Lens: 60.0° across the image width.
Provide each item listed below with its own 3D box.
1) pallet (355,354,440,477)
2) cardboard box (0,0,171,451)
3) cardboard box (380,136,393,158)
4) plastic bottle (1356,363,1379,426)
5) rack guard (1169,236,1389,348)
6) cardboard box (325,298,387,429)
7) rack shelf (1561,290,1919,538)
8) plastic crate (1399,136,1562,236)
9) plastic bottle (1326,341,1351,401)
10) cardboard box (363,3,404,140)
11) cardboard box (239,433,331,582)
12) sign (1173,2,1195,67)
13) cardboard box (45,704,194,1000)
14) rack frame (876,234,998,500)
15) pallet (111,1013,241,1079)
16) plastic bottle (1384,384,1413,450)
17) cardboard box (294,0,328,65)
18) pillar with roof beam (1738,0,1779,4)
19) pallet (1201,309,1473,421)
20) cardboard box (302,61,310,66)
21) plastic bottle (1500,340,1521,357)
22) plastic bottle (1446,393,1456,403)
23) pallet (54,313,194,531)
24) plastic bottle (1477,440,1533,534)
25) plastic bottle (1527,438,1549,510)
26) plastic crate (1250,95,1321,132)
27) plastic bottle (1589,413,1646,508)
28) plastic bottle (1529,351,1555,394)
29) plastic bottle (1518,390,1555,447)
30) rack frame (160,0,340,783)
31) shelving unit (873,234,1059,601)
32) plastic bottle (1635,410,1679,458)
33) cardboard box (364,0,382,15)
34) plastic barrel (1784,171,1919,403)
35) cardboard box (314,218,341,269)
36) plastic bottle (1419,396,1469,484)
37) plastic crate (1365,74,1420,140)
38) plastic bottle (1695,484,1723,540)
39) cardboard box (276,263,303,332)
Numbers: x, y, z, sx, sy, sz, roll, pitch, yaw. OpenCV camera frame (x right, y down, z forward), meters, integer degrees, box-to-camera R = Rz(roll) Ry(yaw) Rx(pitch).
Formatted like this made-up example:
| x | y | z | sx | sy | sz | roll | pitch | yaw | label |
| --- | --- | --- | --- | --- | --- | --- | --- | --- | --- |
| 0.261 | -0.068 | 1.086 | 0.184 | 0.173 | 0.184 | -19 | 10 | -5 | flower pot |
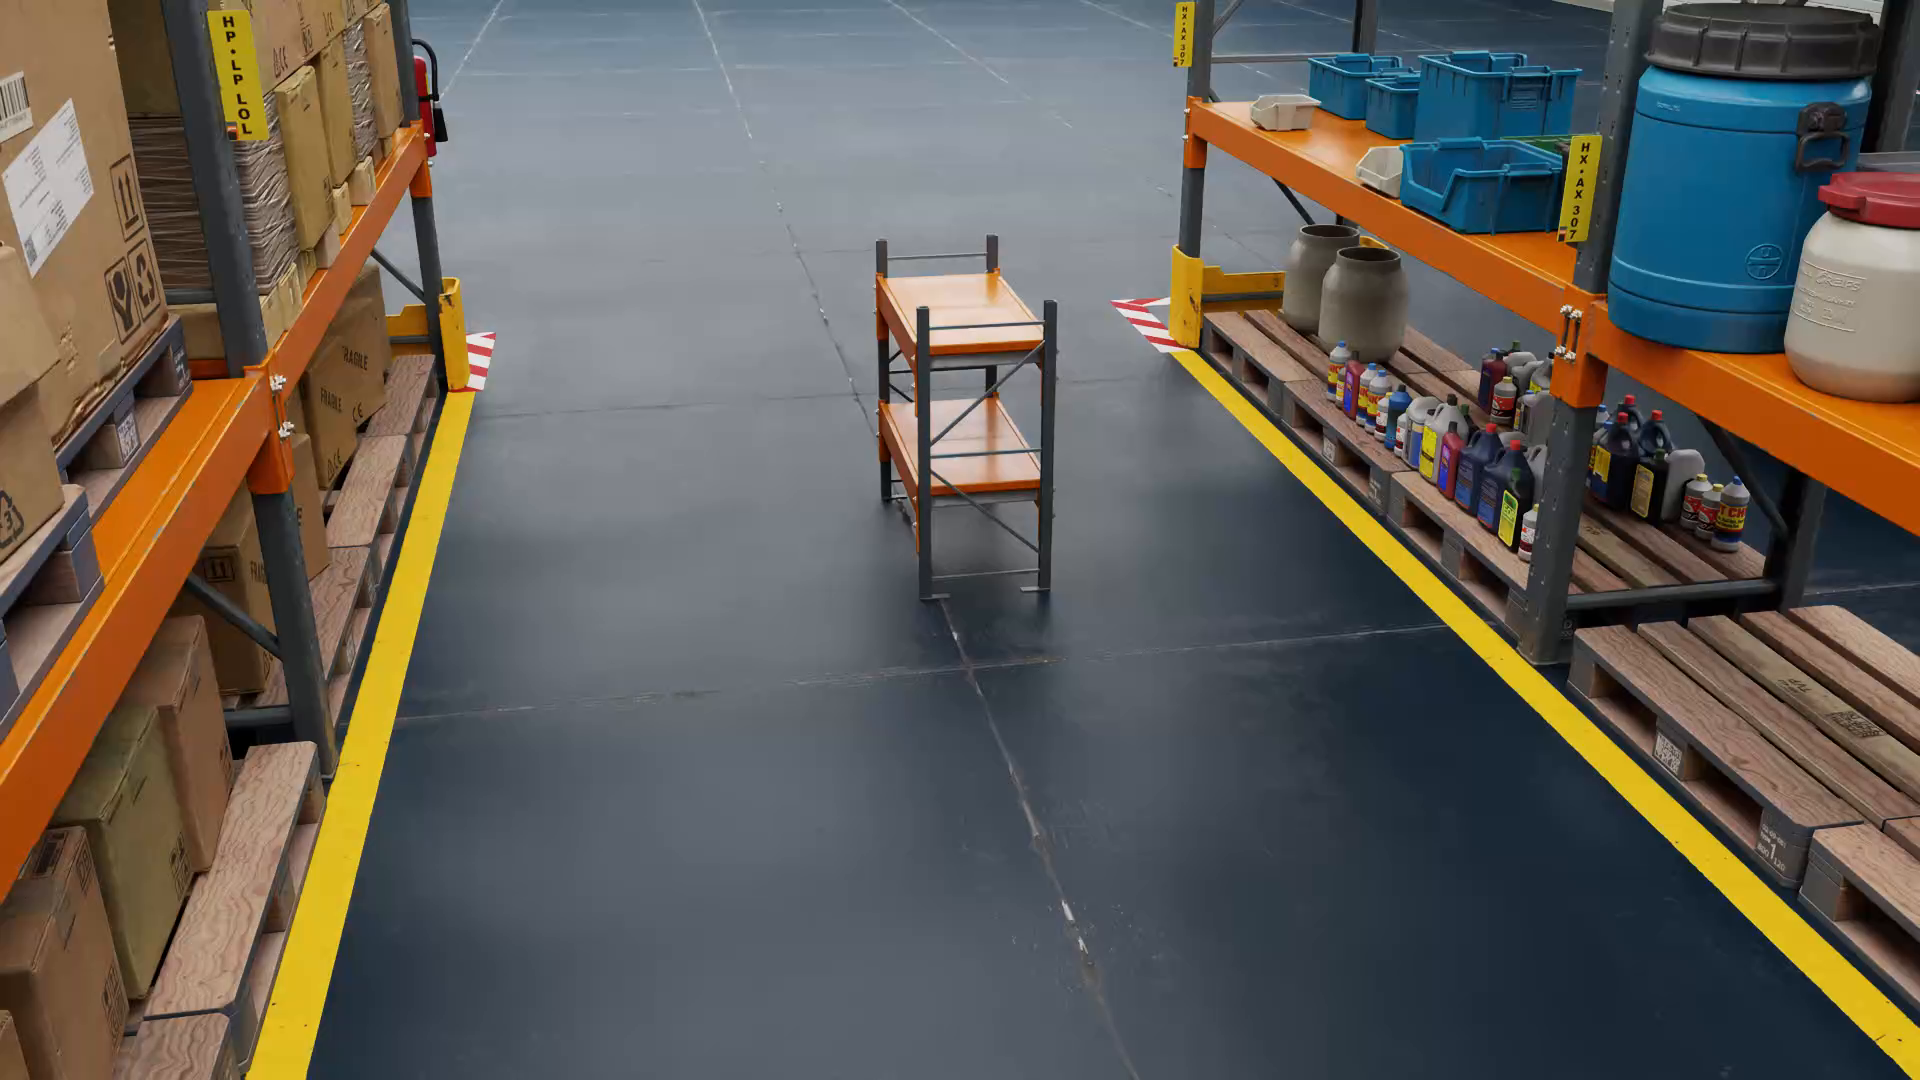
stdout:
| x | y | z | sx | sy | sz | roll | pitch | yaw | label |
| --- | --- | --- | --- | --- | --- | --- | --- | --- | --- |
| -3.021 | -0.570 | 7.790 | 1.003 | 0.211 | 1.213 | -4 | 24 | -10 | pallet |
| -2.402 | -0.771 | 3.492 | 1.000 | 1.000 | 1.000 | -4 | 24 | -9 | cardboard box |
| -2.753 | -1.795 | 7.425 | 0.380 | 0.149 | 0.250 | -4 | 24 | -10 | cardboard box |
| 1.809 | -0.646 | 7.341 | 0.097 | 0.271 | 0.097 | 0 | 24 | 0 | plastic bottle |
| 1.777 | -1.394 | 9.317 | 1.175 | 0.500 | 0.348 | -4 | 24 | -10 | rack guard |
| -2.907 | -0.767 | 7.357 | 0.500 | 0.500 | 0.500 | 2 | 24 | 4 | cardboard box |
| 2.826 | 0.124 | 3.618 | 1.077 | 0.370 | 4.000 | -4 | 24 | -10 | rack shelf |
| 1.985 | -1.340 | 6.256 | 0.499 | 0.251 | 0.616 | -4 | 24 | -10 | plastic crate |
| 1.746 | -0.781 | 7.650 | 0.097 | 0.271 | 0.097 | 0 | 24 | 0 | plastic bottle |
| -2.865 | -1.975 | 7.029 | 0.875 | 0.500 | 0.500 | -4 | 24 | -10 | cardboard box |
| -2.559 | -0.058 | 5.734 | 0.500 | 0.500 | 0.500 | 3 | 24 | 7 | cardboard box |
| 1.176 | -2.654 | 8.733 | 0.100 | 0.325 | 0.005 | -4 | 24 | -10 | sign |
| -2.249 | 0.750 | 3.859 | 0.700 | 0.500 | 0.500 | -4 | 24 | -10 | cardboard box |
| -0.093 | -0.713 | 6.977 | 0.500 | 1.125 | 0.032 | -4 | 24 | -10 | rack frame |
| -2.036 | 1.439 | 3.192 | 1.003 | 0.211 | 1.213 | -4 | 24 | -10 | pallet |
| 1.865 | -0.527 | 7.069 | 0.097 | 0.271 | 0.097 | 0 | 24 | 0 | plastic bottle |
| -2.430 | -1.856 | 5.505 | 0.500 | 0.500 | 0.500 | -4 | 24 | -10 | cardboard box |
| 5.983 | -10.239 | 18.950 | 9.100 | 9.000 | 0.400 | -4 | 24 | -10 | pillar with roof beam |
| 1.922 | -0.942 | 8.643 | 1.003 | 0.211 | 1.213 | -4 | 24 | -10 | pallet |
| -2.683 | -1.378 | 5.662 | 0.875 | 0.500 | 0.500 | -4 | 24 | -10 | cardboard box |
| 2.527 | -0.788 | 7.651 | 0.061 | 0.283 | 0.133 | -4 | 24 | -8 | plastic bottle |
| 2.037 | -0.456 | 6.891 | 0.061 | 0.283 | 0.133 | -4 | 24 | -10 | plastic bottle |
| -2.413 | -0.227 | 3.761 | 1.003 | 0.211 | 1.213 | -4 | 24 | -10 | pallet |
| 2.054 | -0.212 | 6.248 | 0.144 | 0.351 | 0.185 | -5 | 24 | -11 | plastic bottle |
| 2.196 | -0.223 | 6.273 | 0.144 | 0.351 | 0.185 | -4 | 24 | -10 | plastic bottle |
| 1.566 | -2.069 | 8.070 | 0.298 | 0.136 | 0.250 | -4 | 24 | -10 | plastic crate |
| 2.574 | -0.318 | 6.490 | 0.144 | 0.351 | 0.185 | -4 | 24 | -10 | plastic bottle |
| 2.567 | -0.643 | 7.235 | 0.144 | 0.351 | 0.185 | -3 | 24 | -8 | plastic bottle |
| 2.461 | -0.515 | 7.035 | 0.152 | 0.276 | 0.135 | -4 | 24 | -10 | plastic bottle |
| -2.411 | -0.626 | 4.436 | 1.000 | 3.000 | 0.127 | -4 | 24 | -10 | rack frame |
| 0.001 | -0.513 | 6.519 | 0.538 | 1.125 | 1.048 | -4 | 24 | -10 | shelving unit |
| 2.715 | -0.329 | 6.515 | 0.144 | 0.351 | 0.185 | -4 | 24 | -8 | plastic bottle |
| -2.708 | -2.446 | 6.856 | 0.500 | 0.500 | 0.500 | -4 | 24 | -10 | cardboard box |
| 2.418 | -0.662 | 4.349 | 0.433 | 0.535 | 0.433 | 0 | 24 | 0 | plastic barrel |
| -2.323 | -1.012 | 5.634 | 0.380 | 0.149 | 0.250 | -4 | 24 | -10 | cardboard box |
| 1.959 | -0.415 | 6.712 | 0.144 | 0.351 | 0.185 | -4 | 24 | -10 | plastic bottle |
| 2.218 | -2.067 | 7.921 | 0.499 | 0.251 | 0.408 | -4 | 24 | -10 | plastic crate |
| 2.810 | -0.110 | 6.200 | 0.097 | 0.201 | 0.097 | 0 | 24 | 0 | plastic bottle |
| -2.188 | -0.717 | 4.958 | 0.380 | 0.149 | 0.250 | -4 | 24 | -10 | cardboard box |
